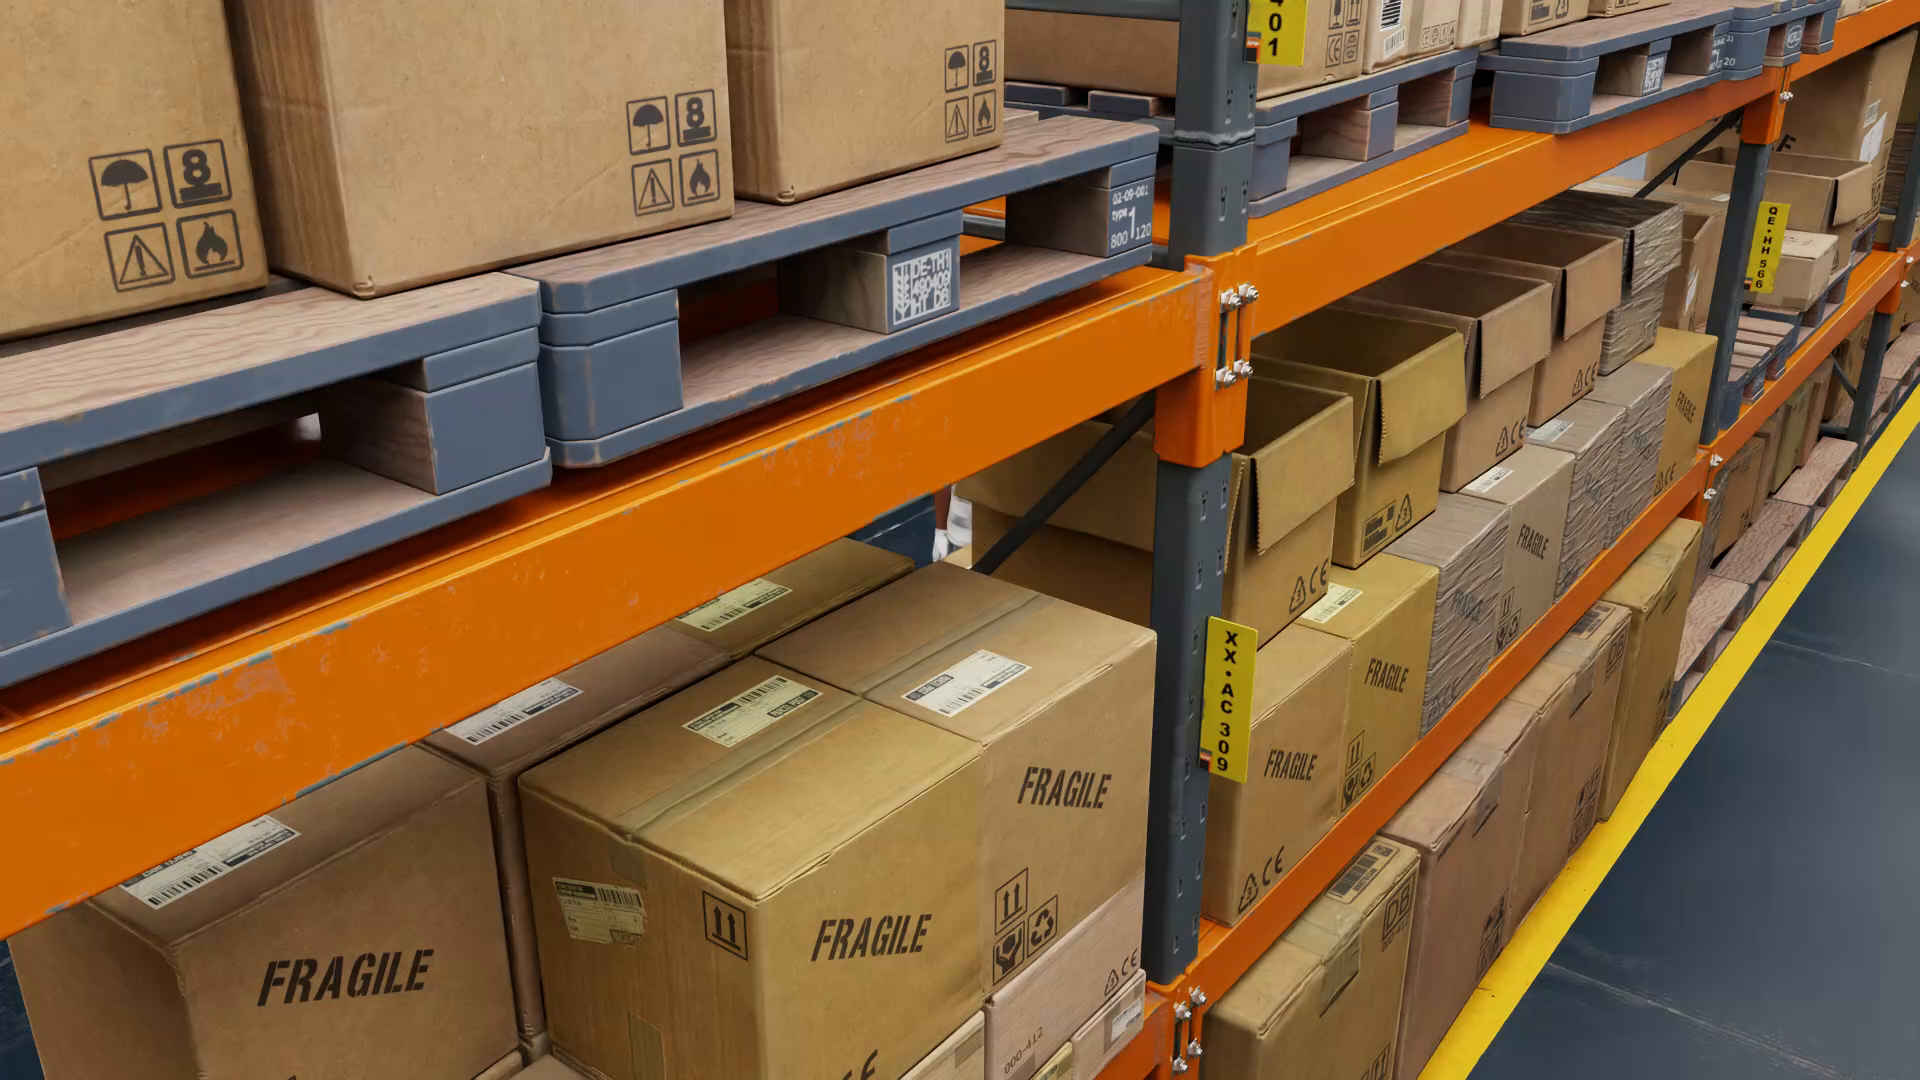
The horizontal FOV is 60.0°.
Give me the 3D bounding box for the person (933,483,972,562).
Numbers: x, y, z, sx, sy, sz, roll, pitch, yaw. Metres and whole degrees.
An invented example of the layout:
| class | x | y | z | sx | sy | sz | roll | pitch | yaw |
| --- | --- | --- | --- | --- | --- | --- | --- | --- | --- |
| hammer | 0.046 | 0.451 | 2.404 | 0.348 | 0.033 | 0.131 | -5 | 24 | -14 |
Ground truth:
| class | x | y | z | sx | sy | sz | roll | pitch | yaw |
| --- | --- | --- | --- | --- | --- | --- | --- | --- | --- |
| person | 0.168 | 0.032 | 6.471 | 0.602 | 1.792 | 0.405 | 9 | 25 | 20 |
